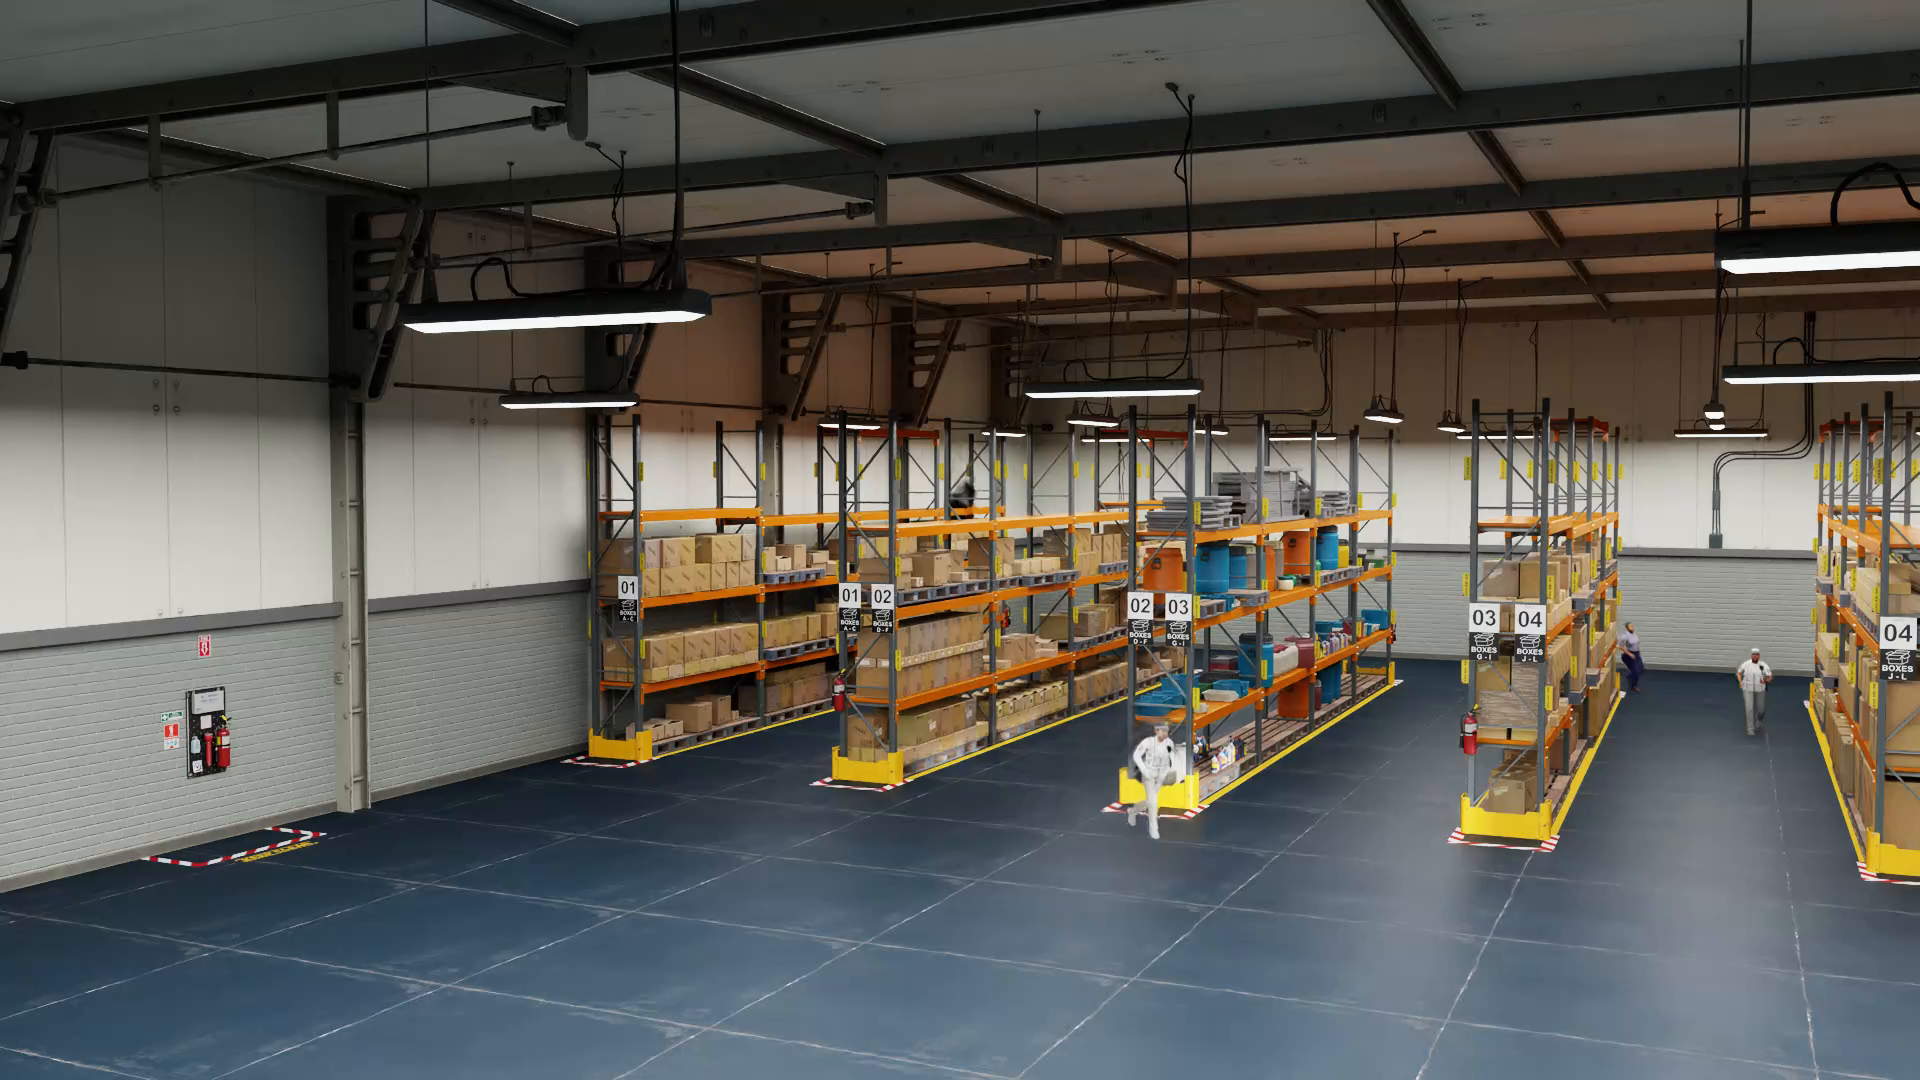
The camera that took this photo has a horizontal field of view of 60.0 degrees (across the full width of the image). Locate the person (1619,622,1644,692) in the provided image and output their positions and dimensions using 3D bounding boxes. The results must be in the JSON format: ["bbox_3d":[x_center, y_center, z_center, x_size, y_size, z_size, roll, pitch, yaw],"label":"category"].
[{"bbox_3d":[15.266,2.658,37.901,0.681,1.582,0.535,-1,3,-29],"label":"person"}]

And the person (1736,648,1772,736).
[{"bbox_3d":[15.133,2.886,31.687,0.620,1.622,0.811,1,3,24],"label":"person"}]

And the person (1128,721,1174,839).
[{"bbox_3d":[2.633,3.277,22.971,0.629,1.659,0.818,-1,3,-22],"label":"person"}]
